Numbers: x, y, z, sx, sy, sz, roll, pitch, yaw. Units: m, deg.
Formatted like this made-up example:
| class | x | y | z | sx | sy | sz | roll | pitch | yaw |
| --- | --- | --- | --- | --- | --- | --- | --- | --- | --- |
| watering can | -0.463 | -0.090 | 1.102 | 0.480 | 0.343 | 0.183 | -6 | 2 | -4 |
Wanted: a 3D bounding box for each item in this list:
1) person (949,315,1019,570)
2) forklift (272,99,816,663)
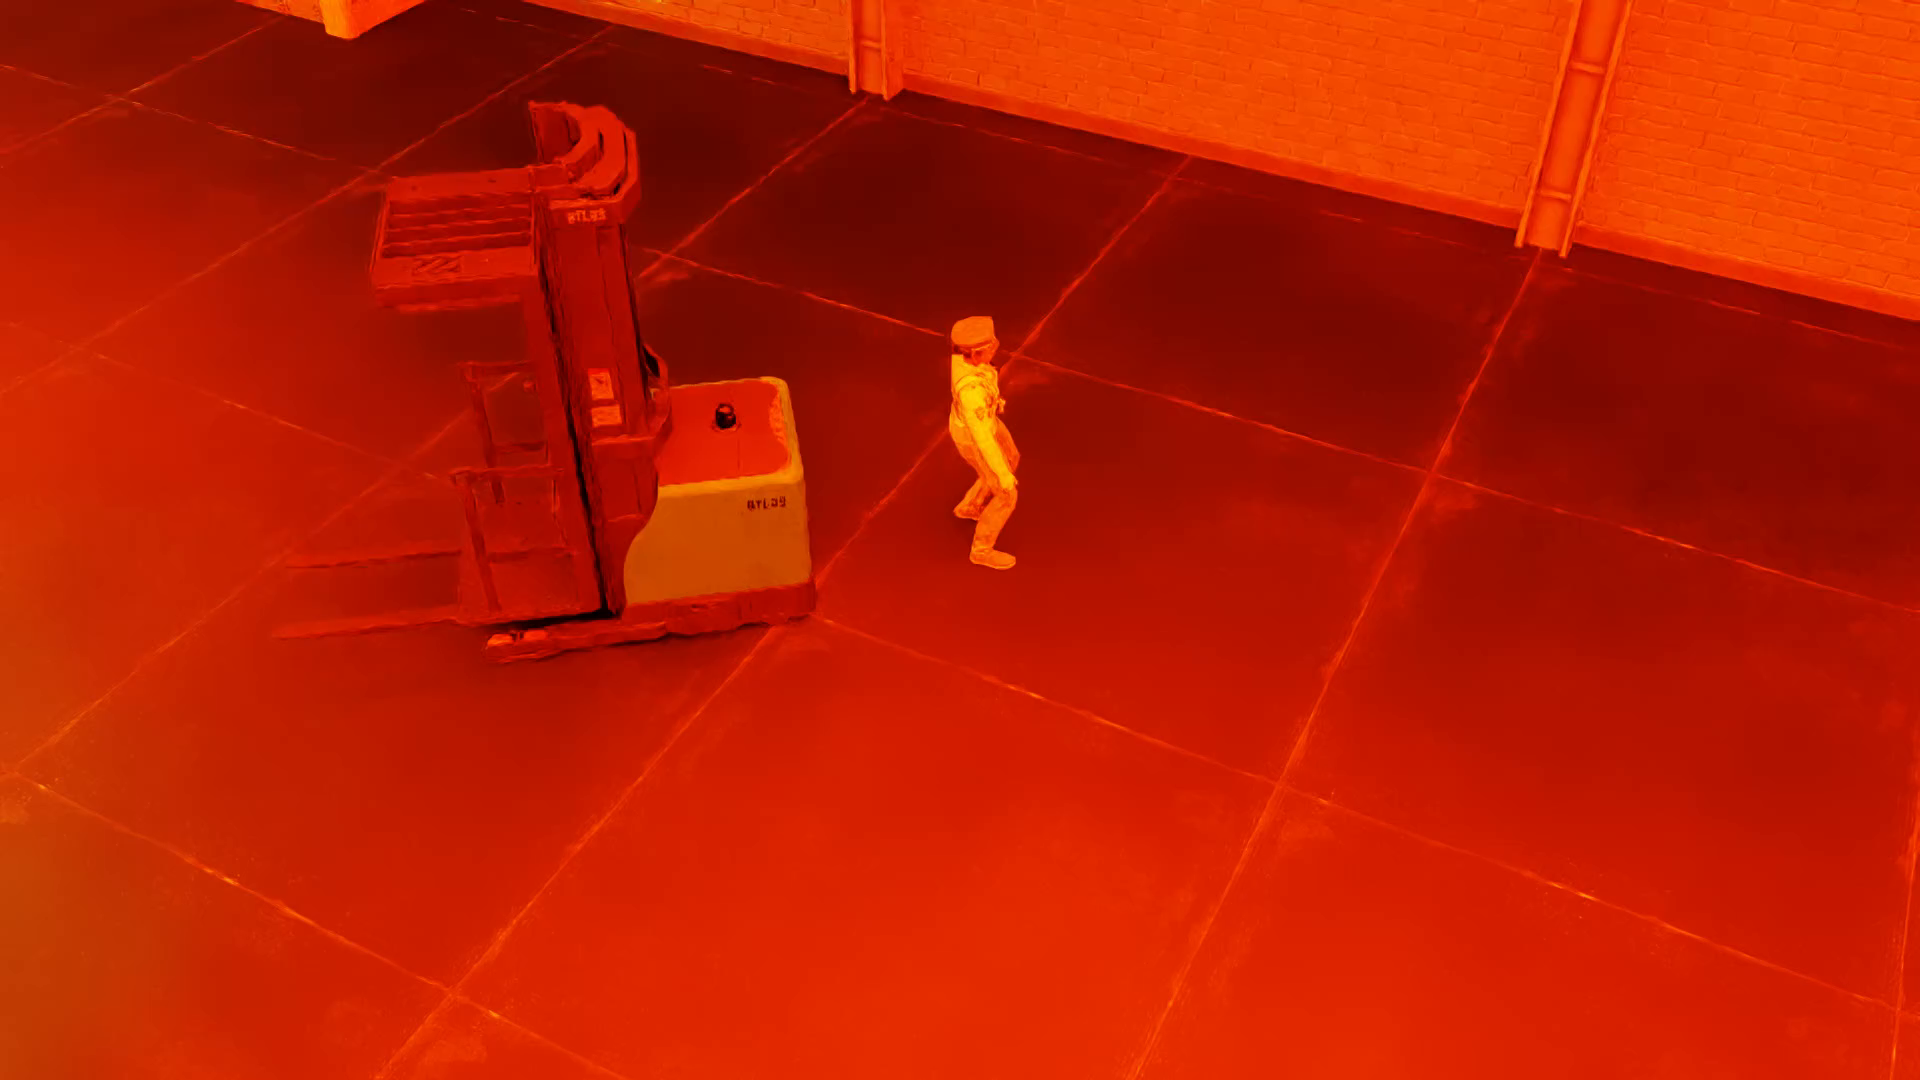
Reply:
| class | x | y | z | sx | sy | sz | roll | pitch | yaw |
| --- | --- | --- | --- | --- | --- | --- | --- | --- | --- |
| person | 0.158 | -0.608 | 9.756 | 0.429 | 1.578 | 0.740 | -2 | 40 | -2 |
| forklift | -2.408 | -0.795 | 8.930 | 3.031 | 2.935 | 1.130 | -7 | 41 | -8 |
